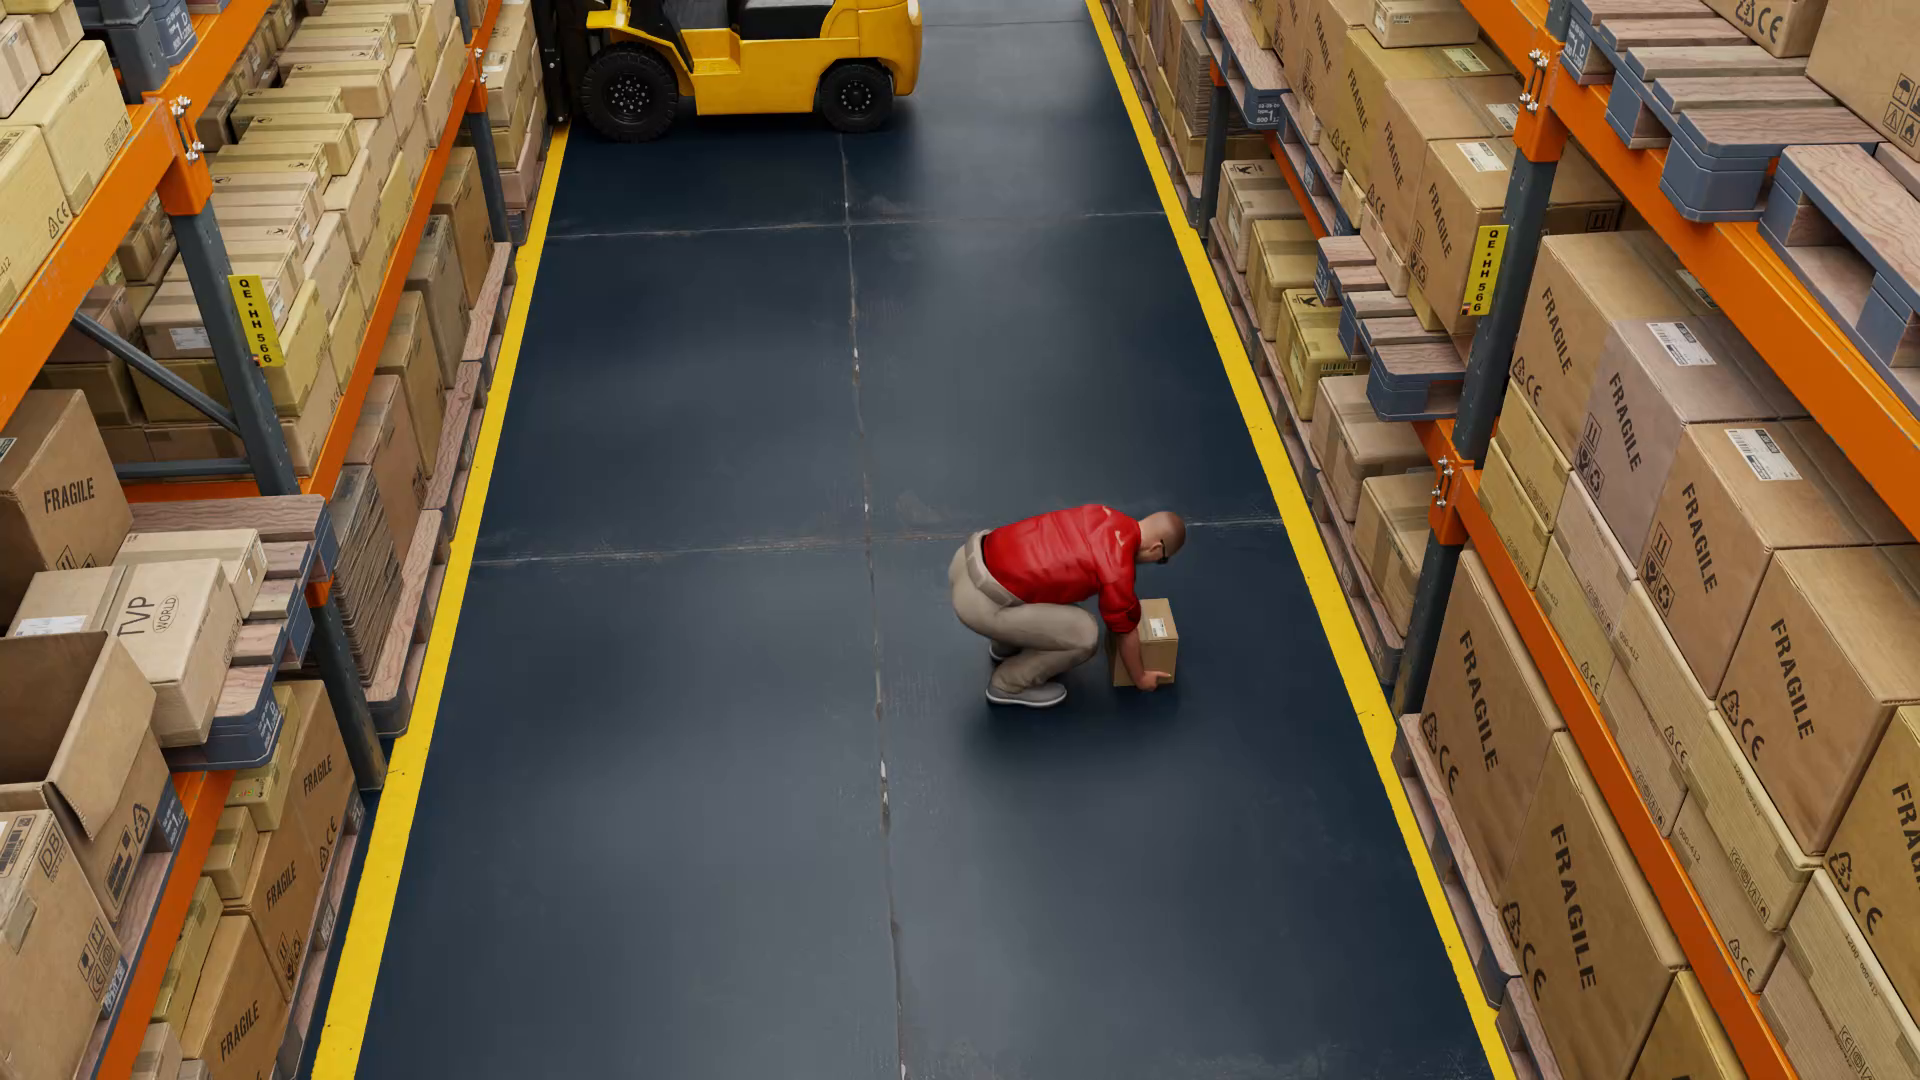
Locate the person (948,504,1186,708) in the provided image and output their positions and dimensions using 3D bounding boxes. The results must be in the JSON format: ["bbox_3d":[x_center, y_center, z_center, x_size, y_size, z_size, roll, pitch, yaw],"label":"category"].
[{"bbox_3d":[0.424,0.250,6.639,0.940,0.788,0.518,-4,39,-5],"label":"person"}]
